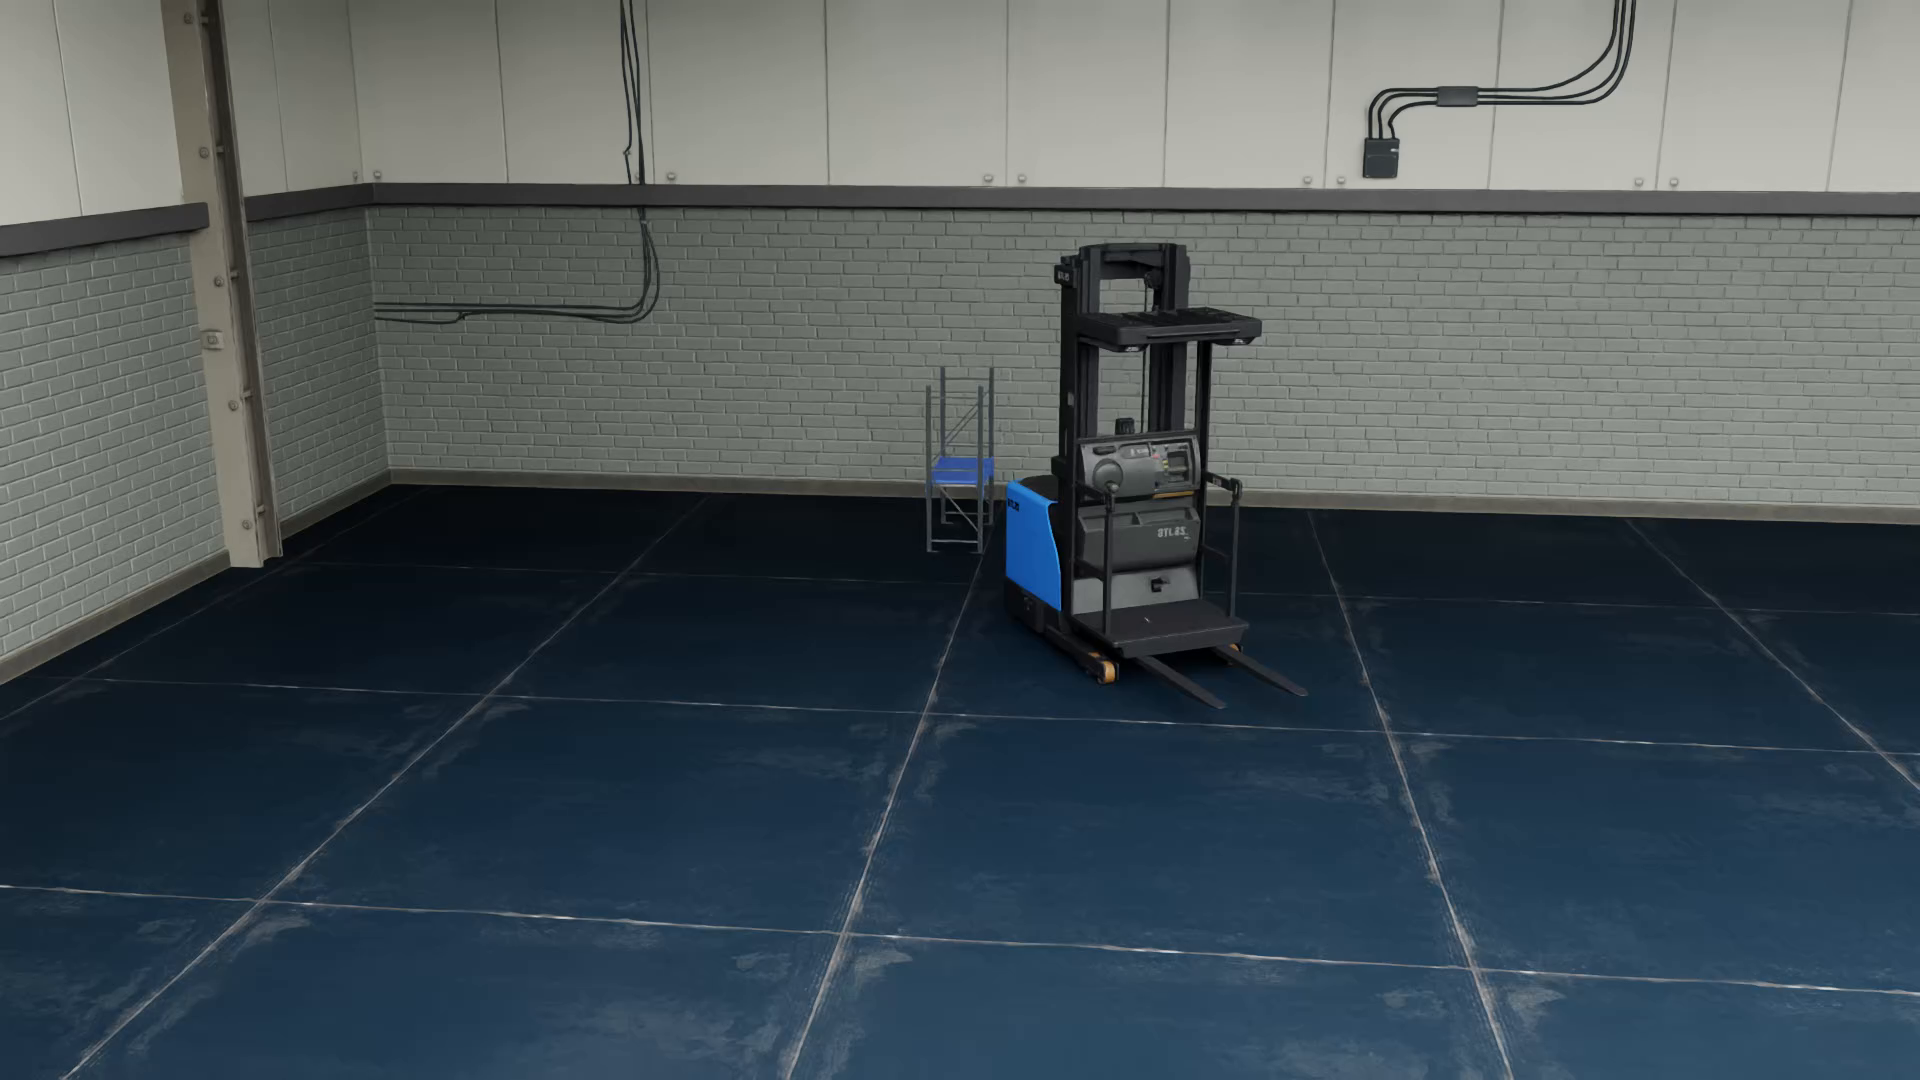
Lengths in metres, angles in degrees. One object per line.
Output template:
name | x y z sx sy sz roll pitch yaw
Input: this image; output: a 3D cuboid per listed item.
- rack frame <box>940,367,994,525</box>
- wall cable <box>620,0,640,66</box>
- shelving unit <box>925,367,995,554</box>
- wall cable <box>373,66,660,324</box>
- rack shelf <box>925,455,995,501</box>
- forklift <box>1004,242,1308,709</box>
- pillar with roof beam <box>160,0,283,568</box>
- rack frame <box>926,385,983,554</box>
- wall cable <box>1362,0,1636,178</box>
rack frame | 0.067 -0.878 15.624 0.500 1.500 0.032 2 15 6
wall cable | -1.839 -5.745 15.532 3.097 2.526 0.112 2 15 6
shelving unit | 0.010 -0.746 15.136 0.538 1.500 1.048 2 15 6
wall cable | -4.527 -3.387 16.486 3.097 2.526 0.112 2 15 6
rack shelf | 0.010 -0.572 15.183 0.538 0.185 1.000 2 15 6
forklift | 1.367 -0.537 11.621 1.130 2.935 3.031 -6 16 -21
pillar with roof beam | -1.896 -4.034 12.930 9.100 9.000 0.400 2 15 6
rack frame | -0.048 -0.614 14.648 0.500 1.500 0.032 2 15 6
wall cable | 4.904 -6.244 14.587 2.305 6.003 0.169 2 15 6
